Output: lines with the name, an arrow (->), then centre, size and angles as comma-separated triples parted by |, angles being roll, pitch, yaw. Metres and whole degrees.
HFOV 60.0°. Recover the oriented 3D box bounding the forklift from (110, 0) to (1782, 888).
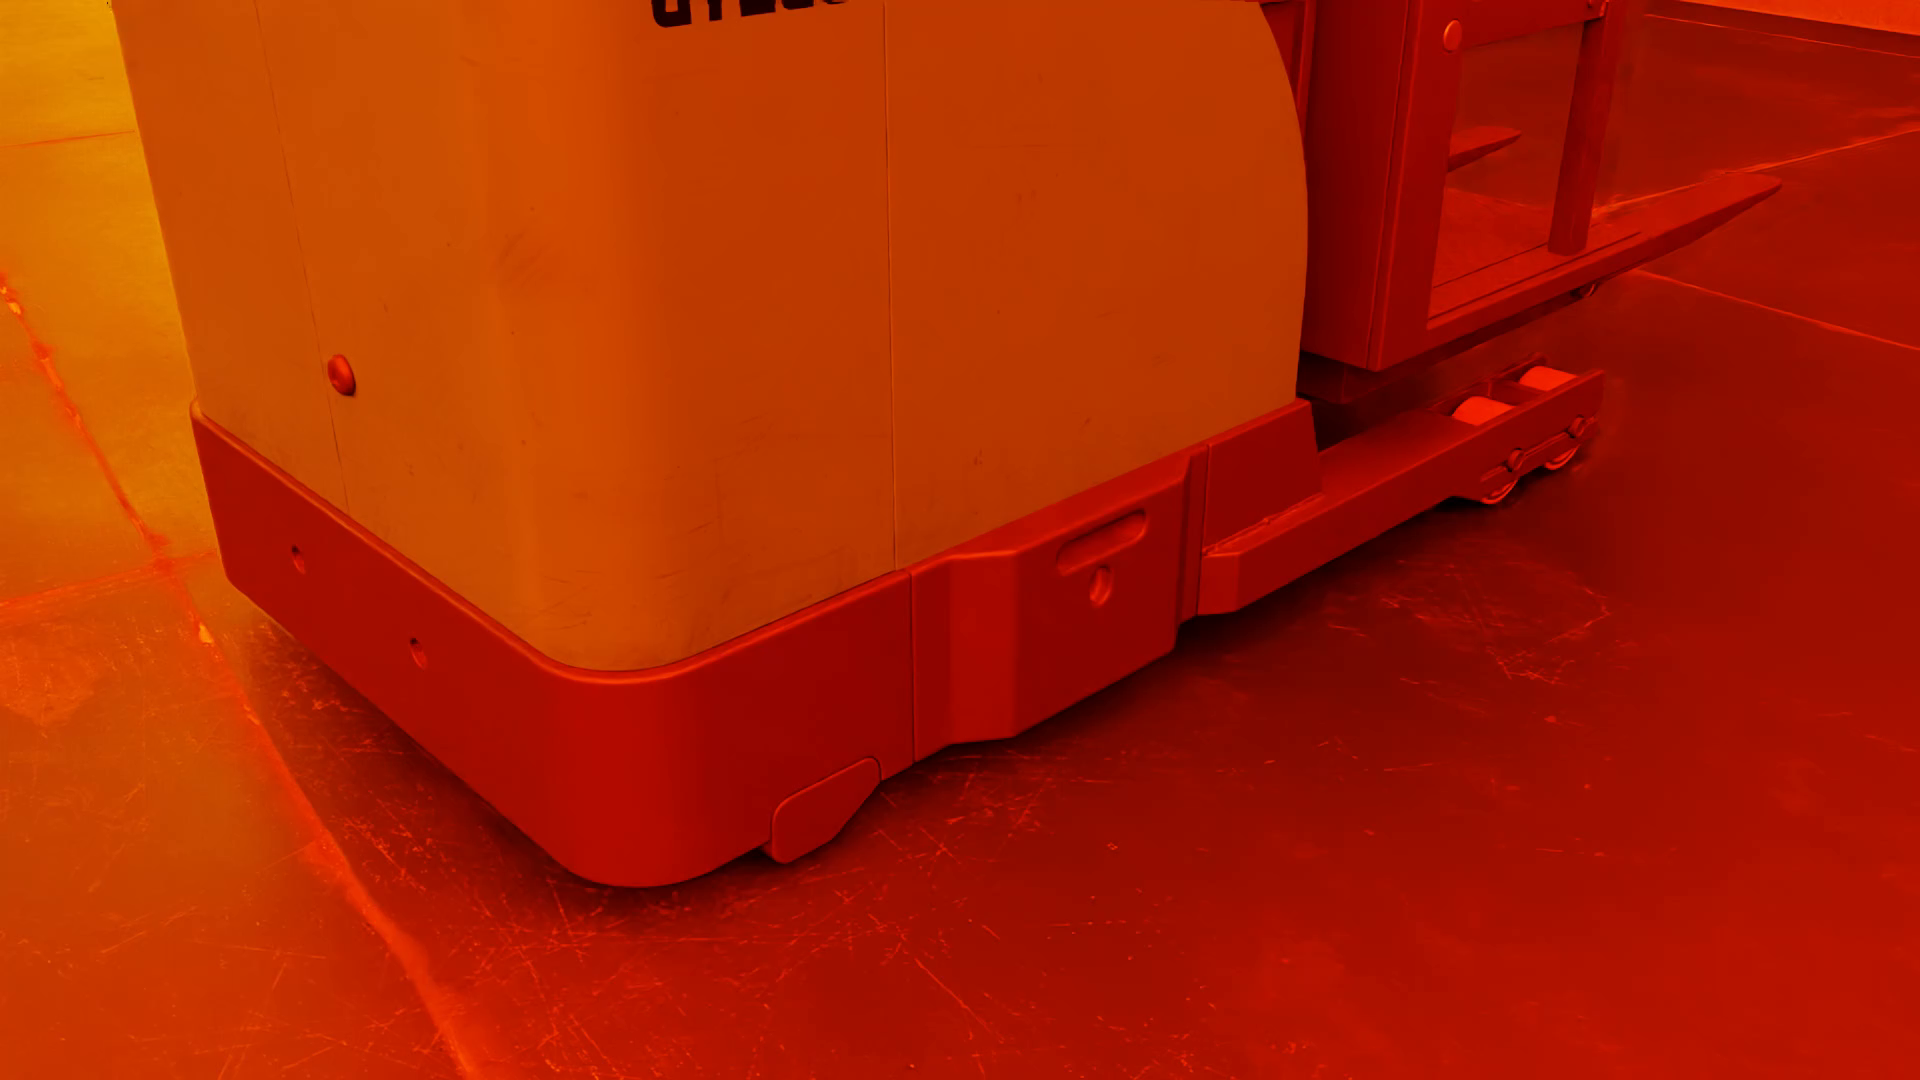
forklift -> 0.414, -1.517, 2.256 | 3.031, 2.935, 1.130 | -23, 35, -38
